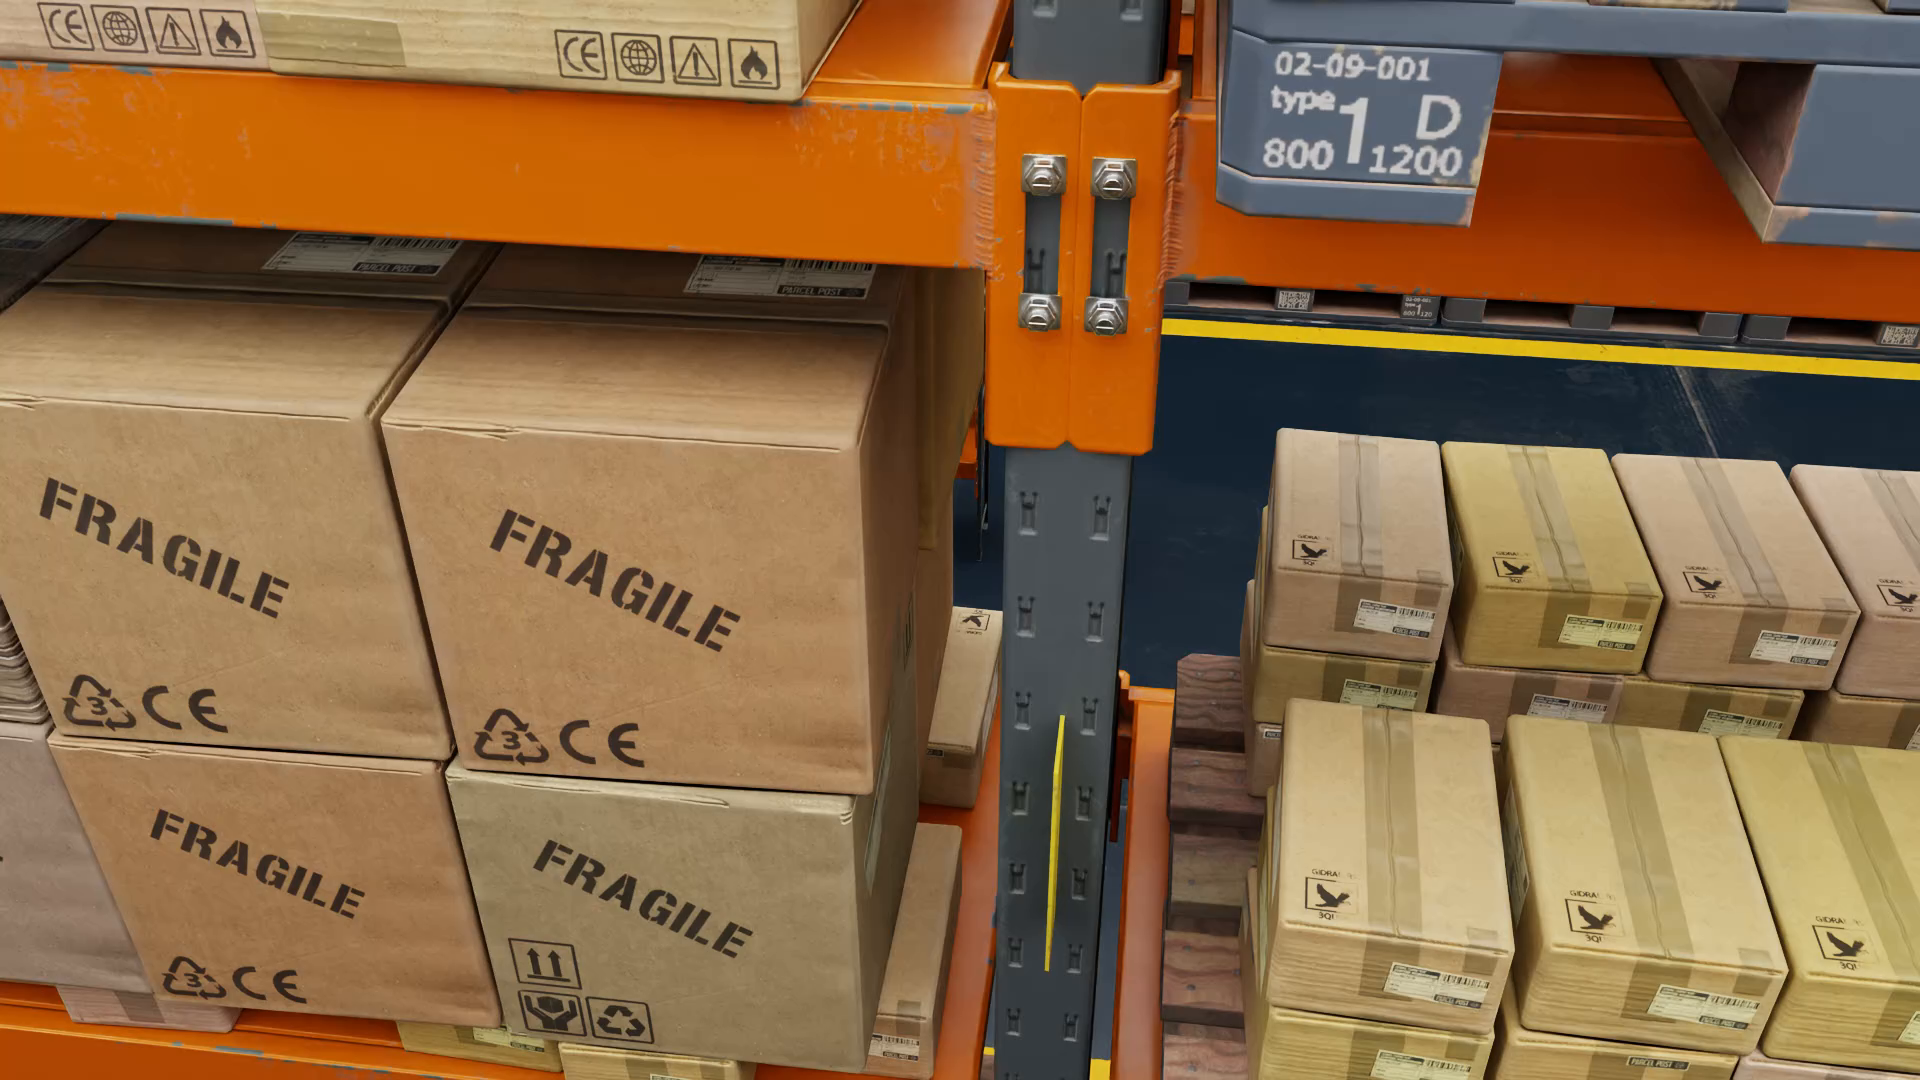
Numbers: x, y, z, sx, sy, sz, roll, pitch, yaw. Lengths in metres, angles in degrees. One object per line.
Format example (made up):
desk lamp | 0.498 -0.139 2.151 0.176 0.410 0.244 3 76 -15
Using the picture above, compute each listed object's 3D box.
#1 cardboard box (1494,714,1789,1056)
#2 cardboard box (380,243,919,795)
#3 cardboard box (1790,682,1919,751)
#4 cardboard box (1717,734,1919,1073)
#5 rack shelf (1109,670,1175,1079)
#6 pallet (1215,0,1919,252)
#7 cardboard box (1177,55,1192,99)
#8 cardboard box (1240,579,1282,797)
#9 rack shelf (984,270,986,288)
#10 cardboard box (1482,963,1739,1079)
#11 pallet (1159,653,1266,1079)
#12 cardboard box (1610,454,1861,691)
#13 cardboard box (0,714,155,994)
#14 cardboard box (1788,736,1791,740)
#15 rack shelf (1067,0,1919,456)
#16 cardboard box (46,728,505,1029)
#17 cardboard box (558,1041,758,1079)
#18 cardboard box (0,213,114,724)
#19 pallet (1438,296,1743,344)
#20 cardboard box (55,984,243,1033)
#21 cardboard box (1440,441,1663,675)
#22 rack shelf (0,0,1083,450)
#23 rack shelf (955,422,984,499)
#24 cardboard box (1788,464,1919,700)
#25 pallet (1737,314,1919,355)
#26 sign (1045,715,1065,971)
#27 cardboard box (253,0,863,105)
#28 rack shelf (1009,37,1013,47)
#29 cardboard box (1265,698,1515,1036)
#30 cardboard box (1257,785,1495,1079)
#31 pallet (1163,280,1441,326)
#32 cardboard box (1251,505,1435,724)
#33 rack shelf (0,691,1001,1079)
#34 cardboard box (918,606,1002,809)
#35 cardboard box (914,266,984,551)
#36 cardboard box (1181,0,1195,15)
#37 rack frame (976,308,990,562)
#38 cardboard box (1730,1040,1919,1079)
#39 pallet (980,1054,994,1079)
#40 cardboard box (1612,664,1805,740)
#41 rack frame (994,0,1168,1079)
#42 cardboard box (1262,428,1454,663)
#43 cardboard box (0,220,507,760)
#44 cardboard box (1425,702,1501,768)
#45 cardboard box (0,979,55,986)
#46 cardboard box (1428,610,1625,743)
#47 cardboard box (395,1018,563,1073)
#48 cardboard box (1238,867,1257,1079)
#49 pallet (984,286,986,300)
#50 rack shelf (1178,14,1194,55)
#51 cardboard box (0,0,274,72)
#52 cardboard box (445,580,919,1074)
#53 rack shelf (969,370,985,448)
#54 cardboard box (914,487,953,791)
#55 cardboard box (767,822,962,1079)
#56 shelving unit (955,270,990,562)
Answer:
cardboard box | 0.781 0.394 1.959 0.250 0.149 0.380 5 36 7
cardboard box | -0.329 -0.054 2.041 0.500 0.500 0.500 3 36 4
cardboard box | 1.370 0.176 2.520 0.250 0.149 0.380 3 36 4
cardboard box | 1.035 0.414 1.930 0.250 0.149 0.380 5 36 6
rack shelf | 2.155 0.834 2.618 4.000 0.370 1.077 4 36 6
pallet | 0.770 -0.644 1.650 1.003 0.211 1.213 4 36 6
cardboard box | 1.327 -1.773 7.119 0.875 0.875 0.875 5 36 7
cardboard box | 0.590 0.240 2.686 0.250 0.149 0.380 3 36 5
rack shelf | -0.164 -0.820 5.190 0.480 0.148 0.258 4 36 6
cardboard box | 0.761 0.516 2.044 0.250 0.149 0.380 4 36 5
pallet | 0.911 0.612 2.476 1.213 0.211 1.003 4 36 6
cardboard box | 1.117 0.039 2.455 0.250 0.149 0.380 3 36 4
cardboard box | -1.353 0.282 2.431 0.500 0.500 0.500 4 36 6
cardboard box | 1.344 0.297 2.606 0.250 0.149 0.380 3 36 4
rack shelf | 2.155 -0.387 1.747 4.000 0.370 1.077 4 36 6
cardboard box | -0.859 0.319 2.378 0.500 0.500 0.500 3 36 5
cardboard box | -0.411 0.653 2.469 0.250 0.149 0.380 3 36 5
cardboard box | -1.349 -0.136 2.155 0.500 0.500 0.500 5 36 7
pallet | 2.690 -1.229 7.290 1.213 0.211 1.003 4 36 6
cardboard box | -1.195 0.563 2.596 0.250 0.149 0.380 3 36 4
cardboard box | 0.861 0.019 2.484 0.250 0.149 0.380 3 36 5
rack shelf | -1.813 -0.683 2.162 4.000 0.370 1.077 4 36 6
rack shelf | -0.164 -0.284 5.573 0.480 0.148 0.258 4 36 6
cardboard box | 1.377 0.059 2.428 0.250 0.149 0.380 4 36 6
pallet | 3.896 -1.137 7.162 1.213 0.211 1.003 4 36 6
sign | 0.110 0.354 1.926 0.005 0.325 0.100 4 36 6
cardboard box | -0.350 -0.647 1.622 0.500 0.250 0.500 5 36 7
rack shelf | -1.282 -2.322 7.040 4.000 0.370 1.077 4 36 6
cardboard box | 0.503 0.377 1.983 0.250 0.149 0.380 6 36 8
cardboard box | 0.503 0.498 2.069 0.250 0.149 0.380 5 36 7
pallet | 1.476 -1.318 7.415 1.213 0.211 1.003 4 36 6
cardboard box | 0.591 0.119 2.600 0.250 0.149 0.380 5 36 7
rack shelf | -1.813 0.538 3.033 4.000 0.370 1.077 4 36 6
cardboard box | -0.068 0.286 2.983 0.250 0.149 0.380 6 36 8
cardboard box | -0.245 -0.349 2.454 0.500 0.500 0.500 5 36 7
cardboard box | 1.104 -2.221 6.408 0.500 0.250 0.500 3 36 5
rack frame | 0.078 -0.483 5.393 0.015 1.200 0.240 4 36 6
cardboard box | 1.017 0.535 2.018 0.250 0.149 0.380 5 36 7
pallet | -0.499 1.499 3.468 1.213 0.211 1.003 4 36 6
cardboard box | 1.098 0.158 2.545 0.250 0.149 0.380 6 36 8
rack frame | 0.171 0.395 2.614 0.053 2.616 0.949 4 36 6
cardboard box | 0.594 0.000 2.511 0.250 0.149 0.380 6 36 8
cardboard box | -0.843 -0.090 2.091 0.500 0.500 0.500 3 36 4
cardboard box | 0.848 0.259 2.660 0.250 0.149 0.380 4 36 6
cardboard box | -1.440 0.513 2.665 0.250 0.149 0.380 4 36 5
cardboard box | 0.853 0.138 2.573 0.250 0.149 0.380 4 36 6
cardboard box | -0.669 0.599 2.545 0.250 0.149 0.380 6 36 8
cardboard box | 0.503 0.619 2.156 0.250 0.149 0.380 3 36 4
pallet | -0.043 -1.433 7.576 1.213 0.211 1.003 4 36 6
rack shelf | 2.685 -2.026 6.625 4.000 0.370 1.077 4 36 6
cardboard box | -0.844 -0.691 1.683 0.500 0.250 0.500 4 36 6
cardboard box | -0.345 0.358 2.323 0.500 0.500 0.500 4 36 6
rack shelf | -0.164 -0.446 5.458 0.480 0.148 0.258 4 36 6
cardboard box | -0.288 0.050 2.756 0.500 0.500 0.500 4 36 5
cardboard box | -0.142 0.609 2.530 0.250 0.149 0.380 4 36 5
shelving unit | -0.164 -0.501 5.419 0.503 1.200 0.258 4 36 6
